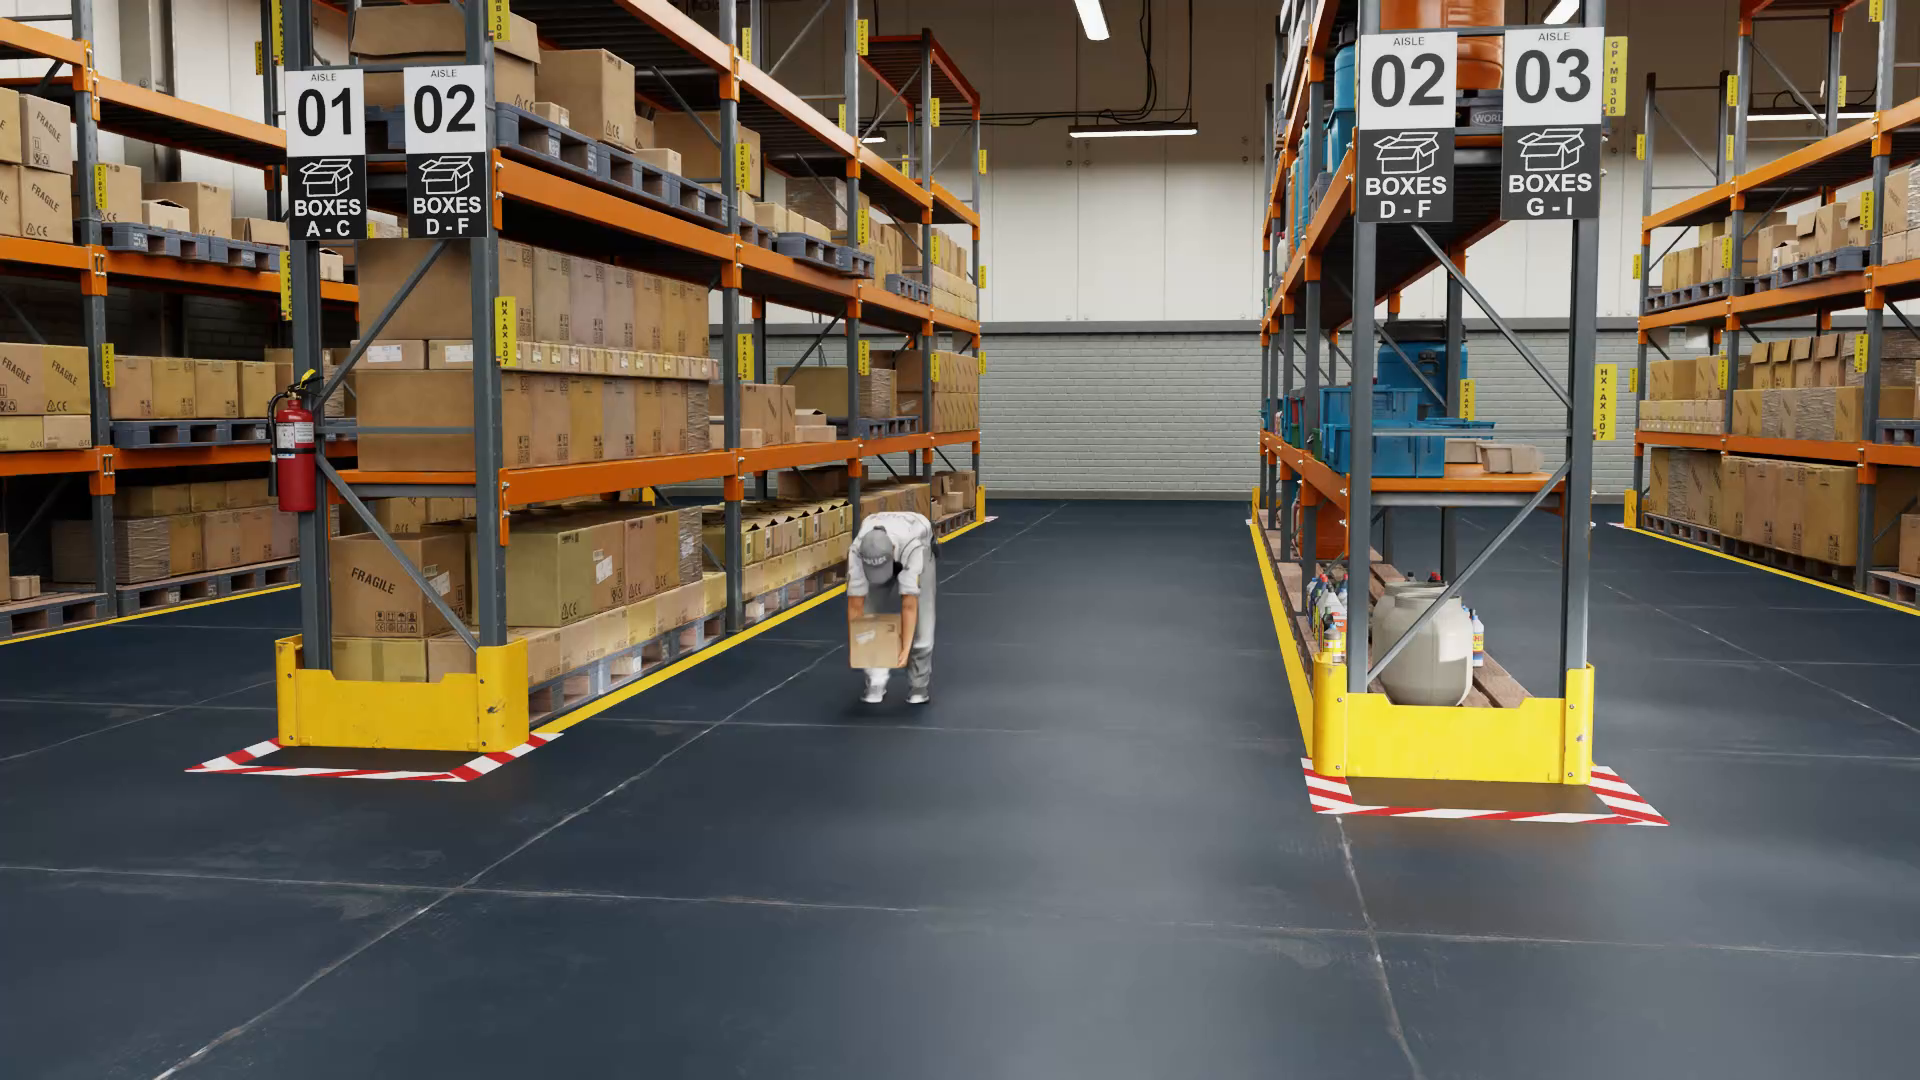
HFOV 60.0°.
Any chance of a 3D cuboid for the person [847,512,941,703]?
[{"bbox_3d":[-0.369,0.379,9.057,0.466,1.047,0.951,0,5,6],"label":"person"}]
